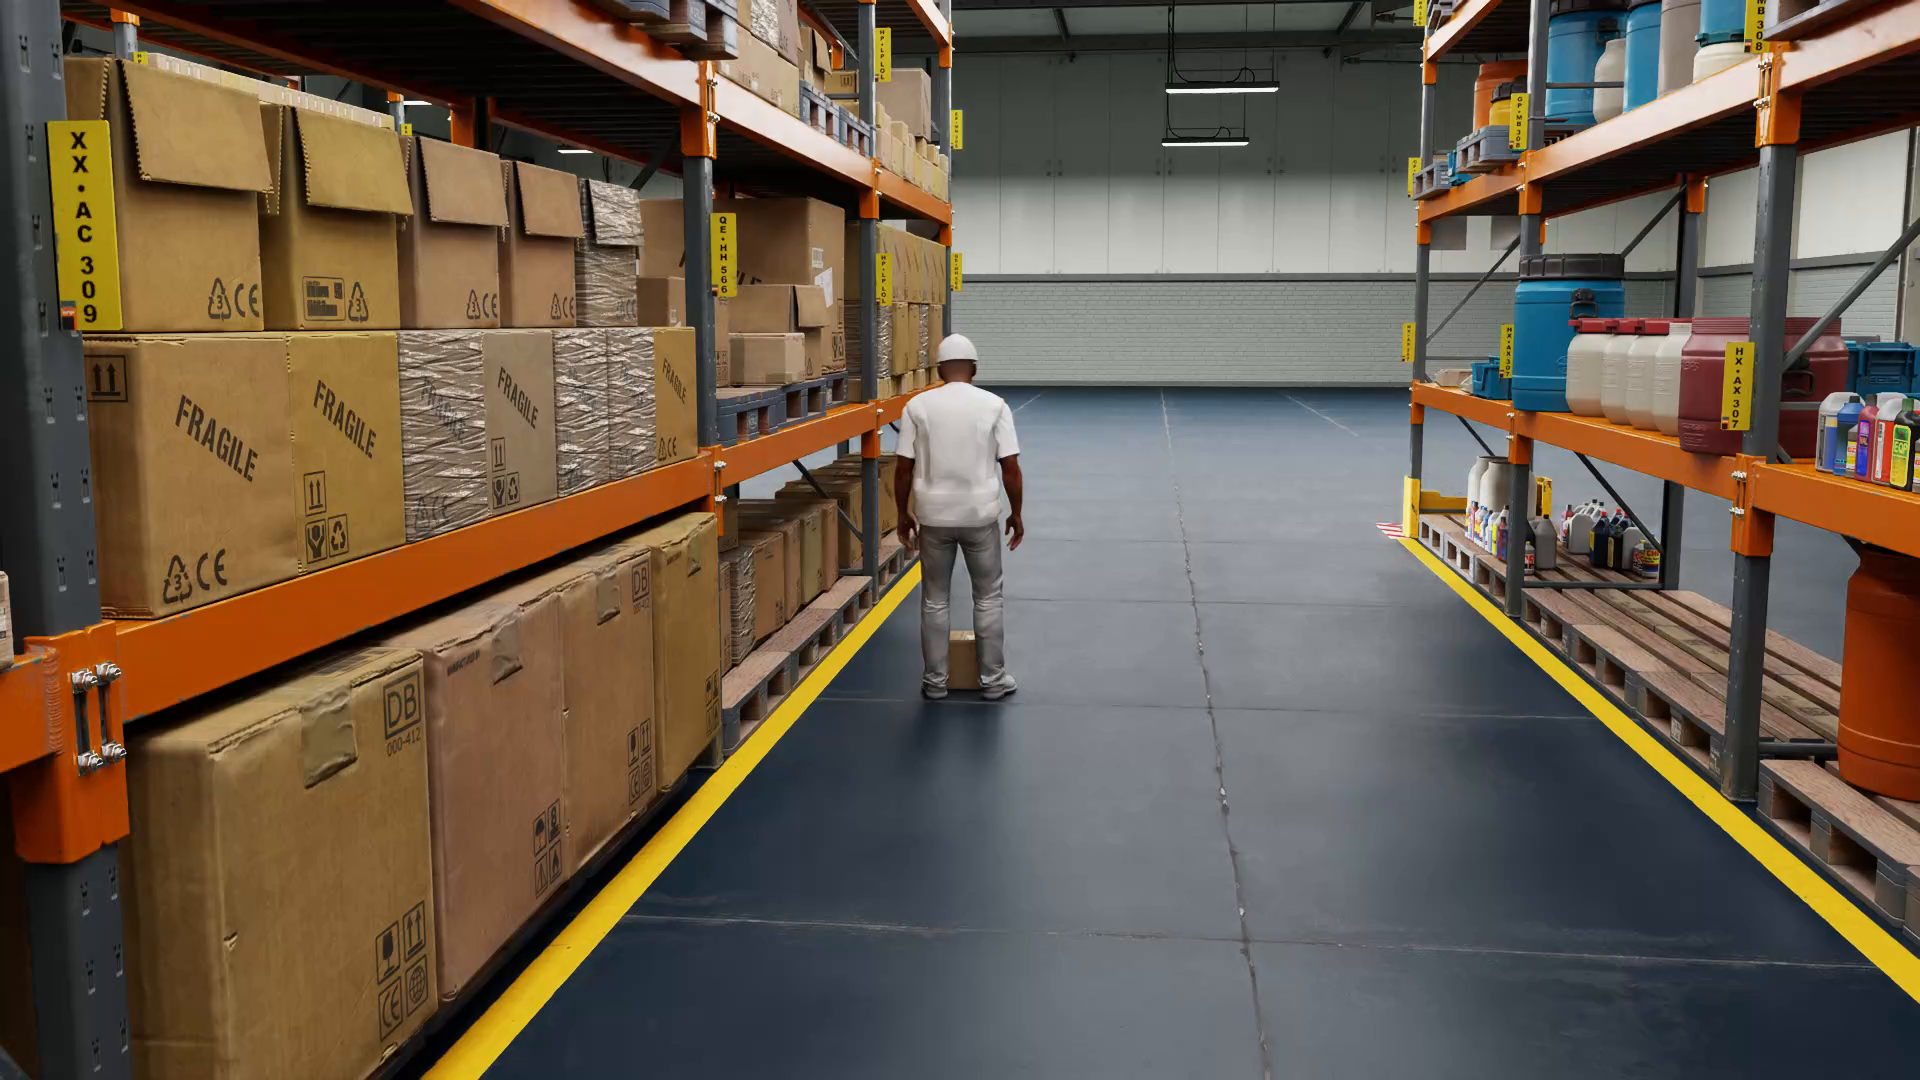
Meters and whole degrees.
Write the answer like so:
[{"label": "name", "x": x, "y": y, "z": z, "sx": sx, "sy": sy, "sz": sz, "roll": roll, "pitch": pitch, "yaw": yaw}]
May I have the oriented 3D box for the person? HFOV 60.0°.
[{"label": "person", "x": -0.002, "y": -0.114, "z": 8.080, "sx": 0.626, "sy": 1.761, "sz": 0.457, "roll": 1, "pitch": 8, "yaw": 6}]
